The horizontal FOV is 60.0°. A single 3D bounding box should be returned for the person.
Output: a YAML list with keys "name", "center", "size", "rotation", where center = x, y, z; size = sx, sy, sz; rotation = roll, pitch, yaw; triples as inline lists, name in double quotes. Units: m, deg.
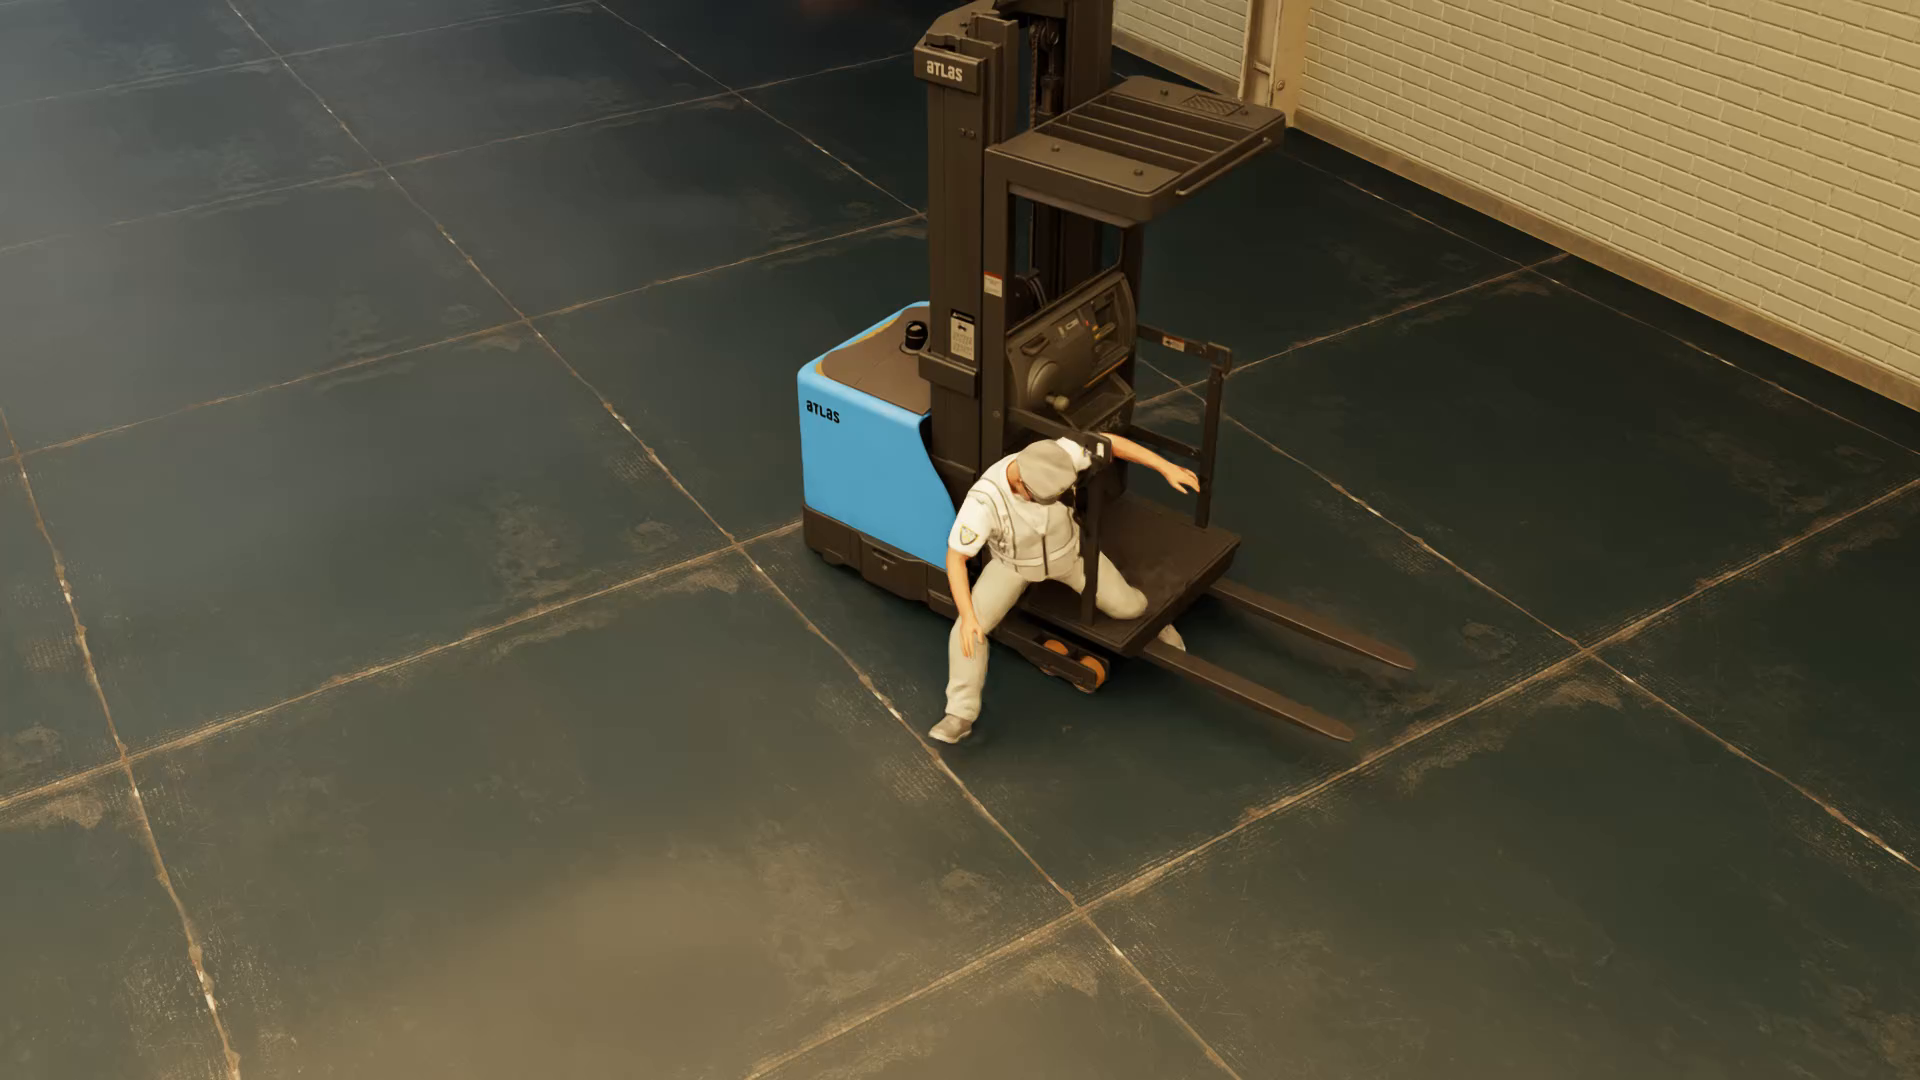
- name: "person"
  center: [0.449, 0.130, 7.264]
  size: [1.310, 1.461, 0.794]
  rotation: [-6, 36, -9]

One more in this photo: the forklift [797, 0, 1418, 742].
- name: "forklift"
  center: [0.672, -0.842, 7.346]
  size: [3.031, 2.935, 1.130]
  rotation: [24, 42, 30]
